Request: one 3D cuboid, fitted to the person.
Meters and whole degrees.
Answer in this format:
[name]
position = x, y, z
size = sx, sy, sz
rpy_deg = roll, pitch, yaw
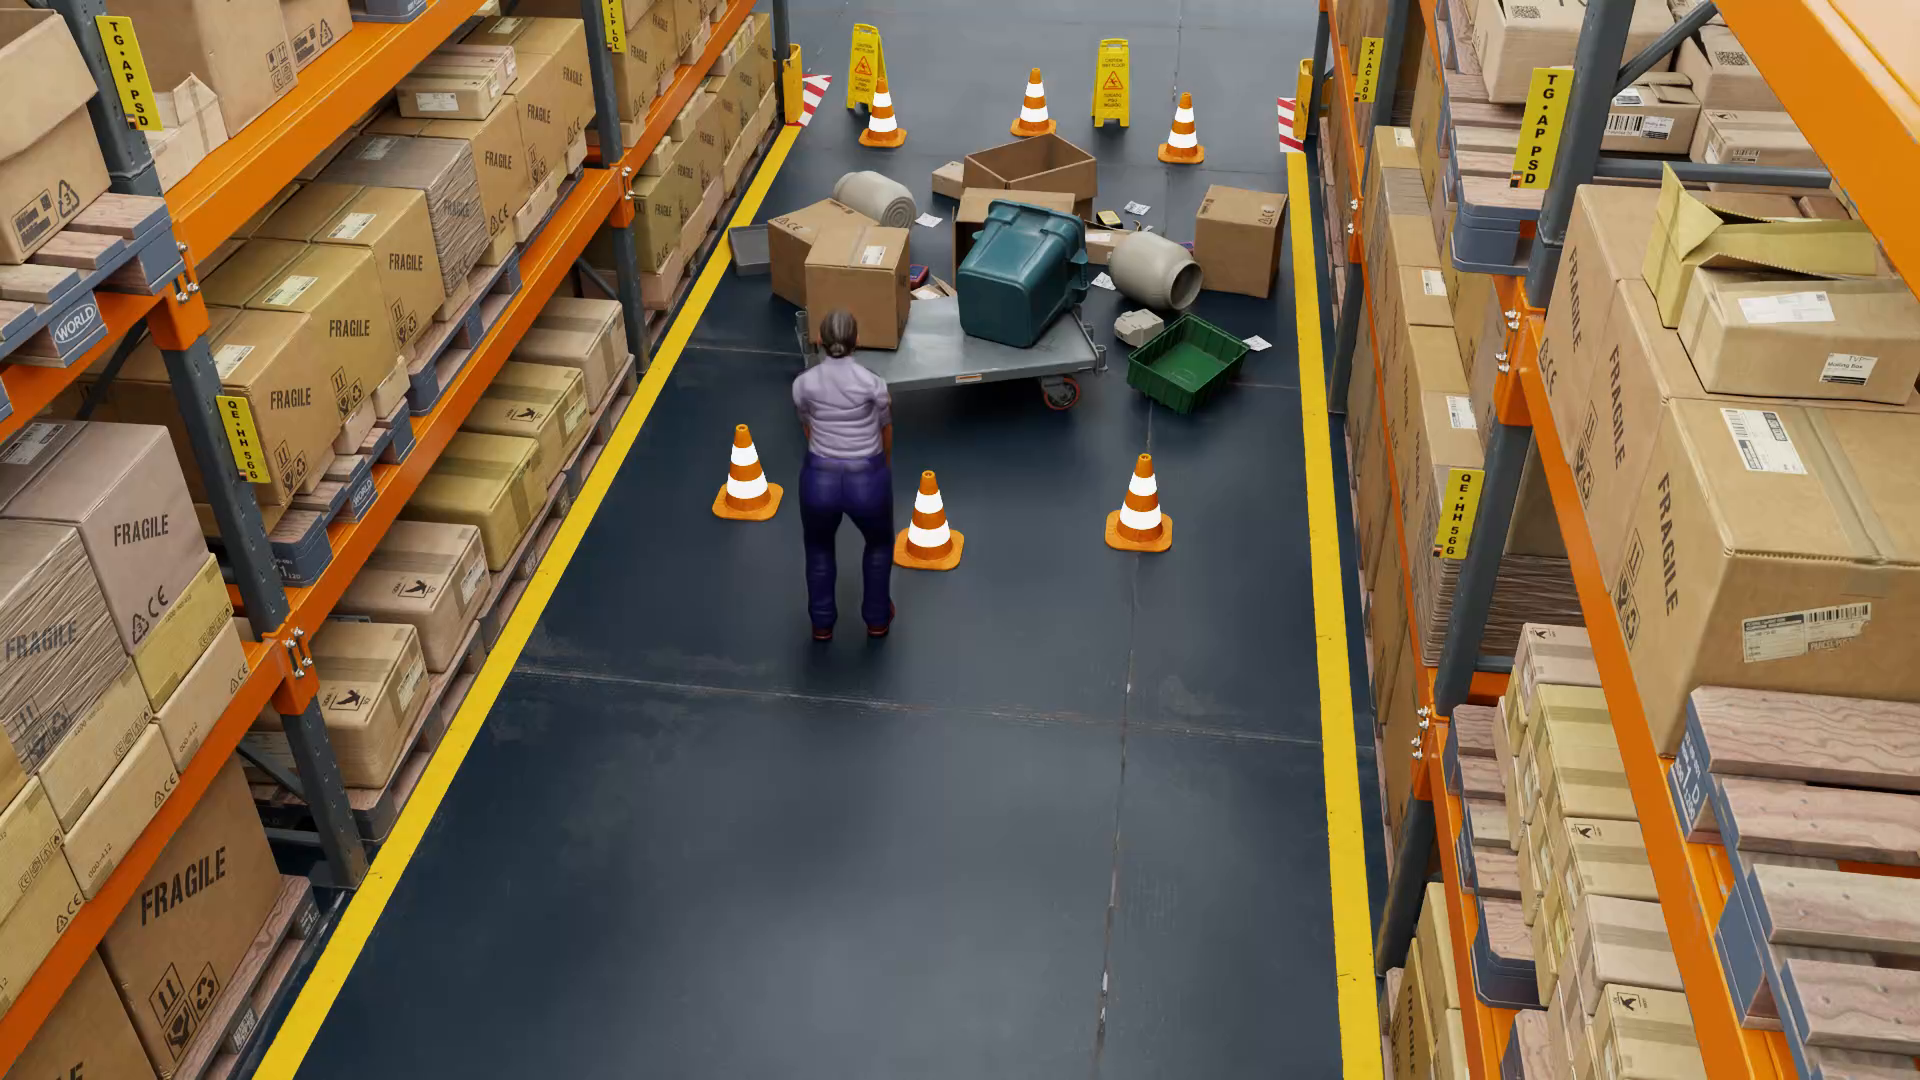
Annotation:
[person]
position = -0.510, -0.282, 7.461
size = 0.431, 1.625, 0.559
rpy_deg = 2, 36, 2
